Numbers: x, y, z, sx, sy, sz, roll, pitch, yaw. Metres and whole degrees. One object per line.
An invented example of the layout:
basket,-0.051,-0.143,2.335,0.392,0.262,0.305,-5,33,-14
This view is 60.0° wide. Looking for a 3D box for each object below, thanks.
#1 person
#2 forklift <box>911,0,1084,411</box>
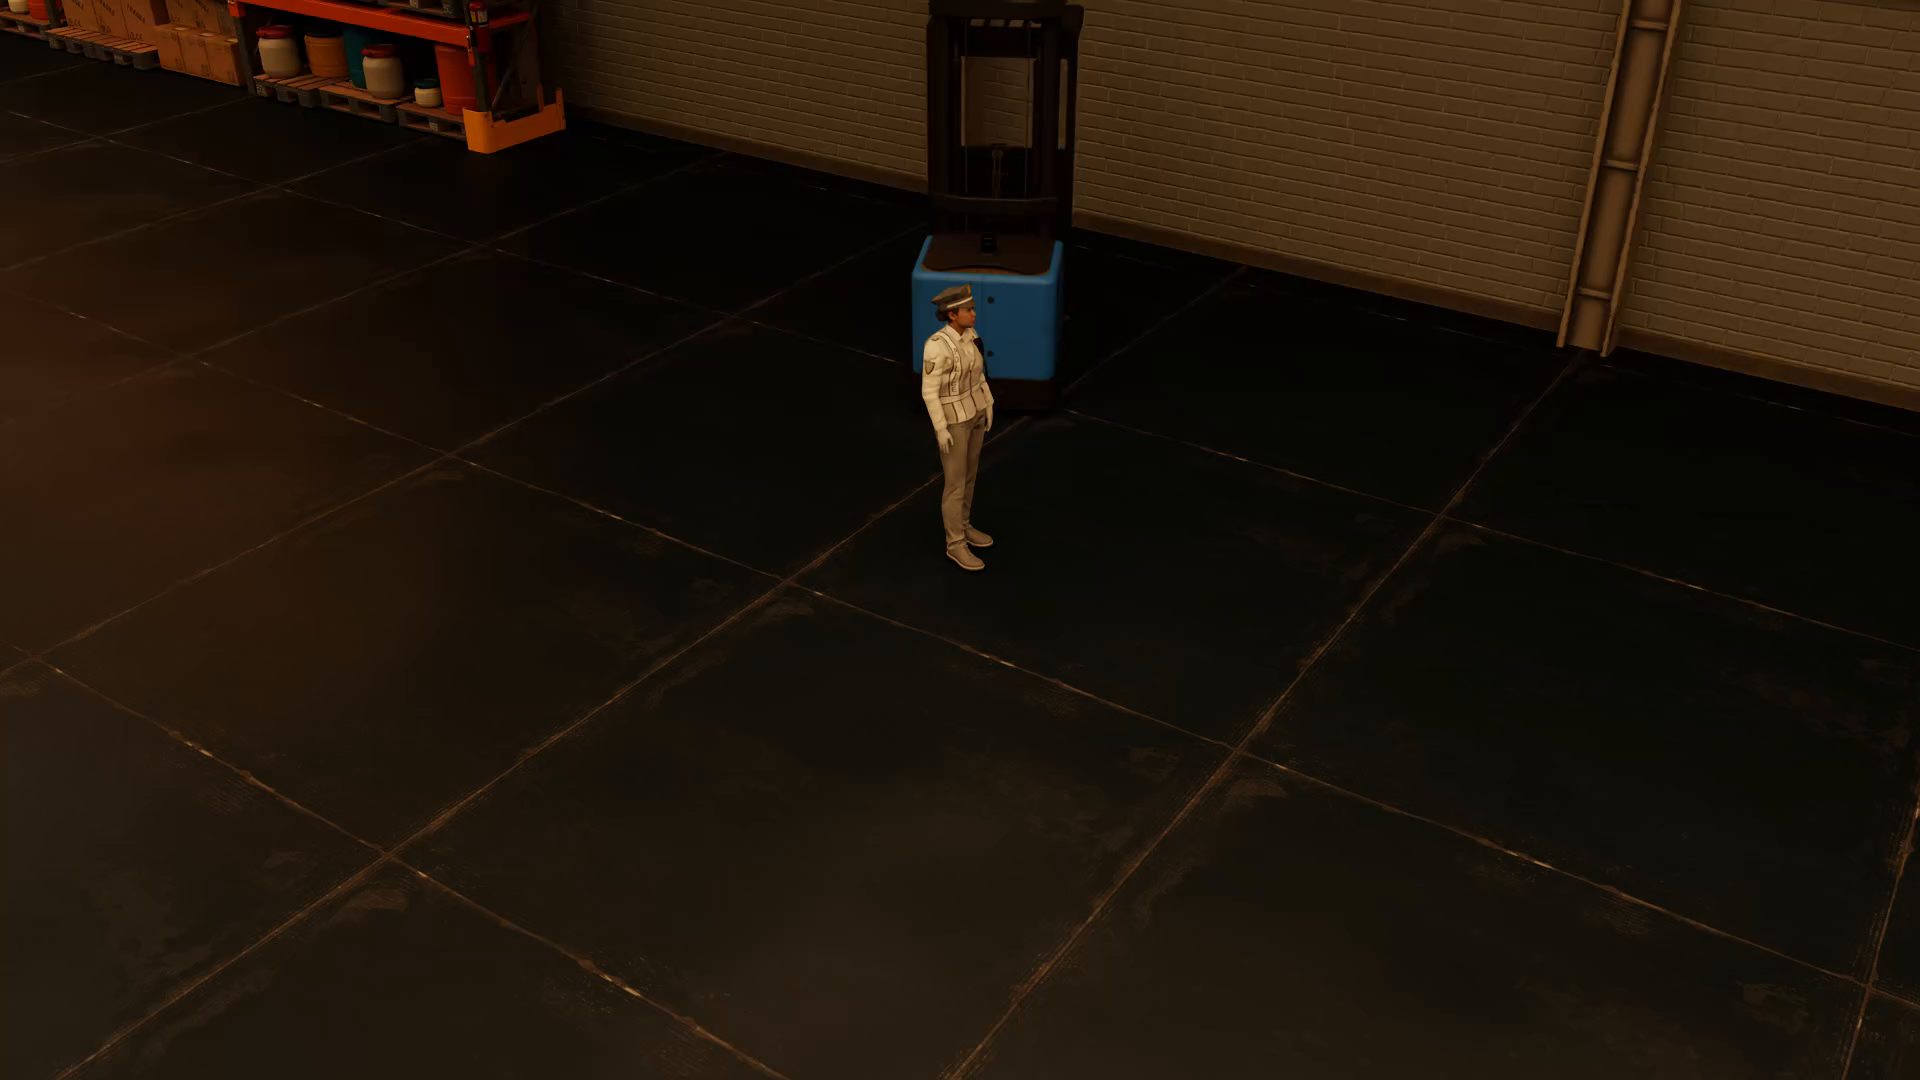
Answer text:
person,0.054,-0.717,10.033,0.529,1.694,0.587,19,35,29
forklift,0.332,-2.910,12.593,1.130,2.935,3.031,3,30,6
